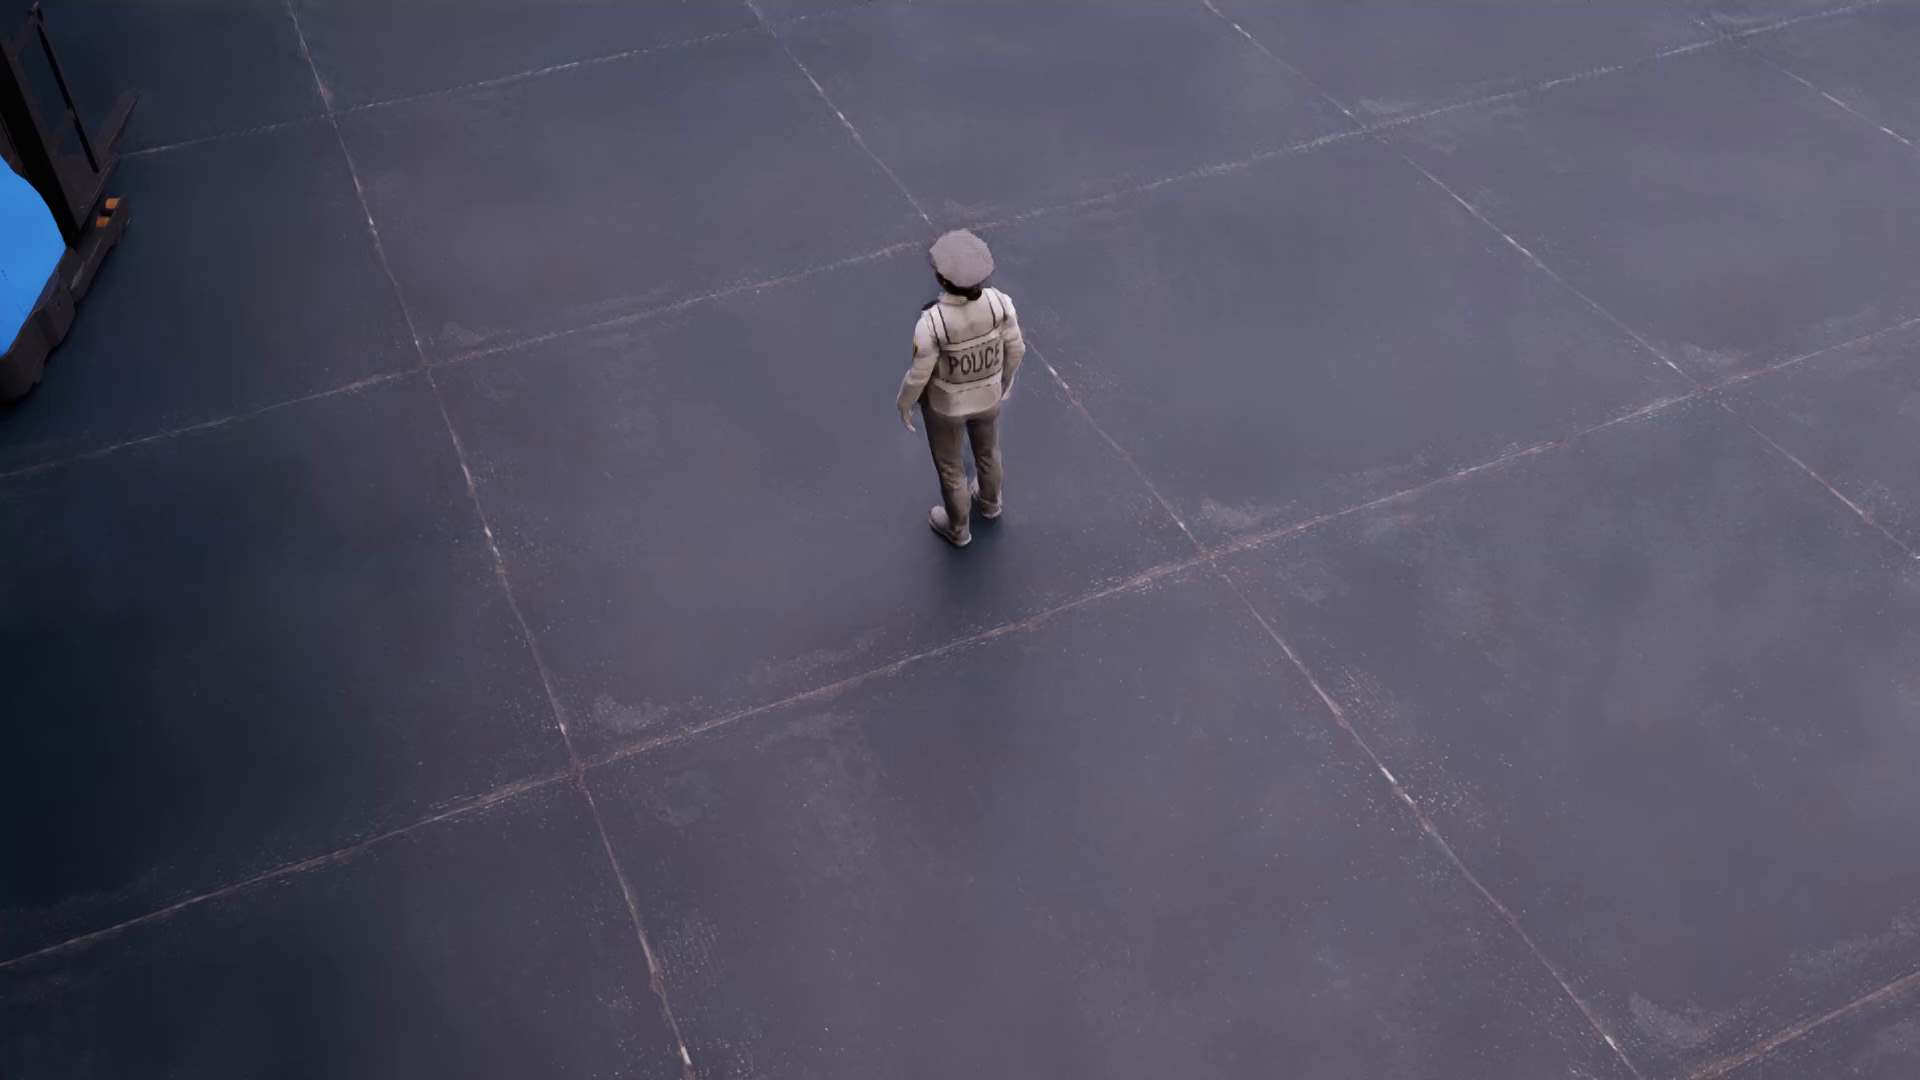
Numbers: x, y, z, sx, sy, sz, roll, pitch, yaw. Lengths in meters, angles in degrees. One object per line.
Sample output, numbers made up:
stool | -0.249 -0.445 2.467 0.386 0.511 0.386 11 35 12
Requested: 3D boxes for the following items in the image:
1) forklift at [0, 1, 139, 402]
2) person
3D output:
forklift | -5.431 -2.726 8.601 1.130 2.935 3.031 -3 43 -4
person | -0.022 -0.669 7.292 0.586 1.695 0.533 -18 46 -18
